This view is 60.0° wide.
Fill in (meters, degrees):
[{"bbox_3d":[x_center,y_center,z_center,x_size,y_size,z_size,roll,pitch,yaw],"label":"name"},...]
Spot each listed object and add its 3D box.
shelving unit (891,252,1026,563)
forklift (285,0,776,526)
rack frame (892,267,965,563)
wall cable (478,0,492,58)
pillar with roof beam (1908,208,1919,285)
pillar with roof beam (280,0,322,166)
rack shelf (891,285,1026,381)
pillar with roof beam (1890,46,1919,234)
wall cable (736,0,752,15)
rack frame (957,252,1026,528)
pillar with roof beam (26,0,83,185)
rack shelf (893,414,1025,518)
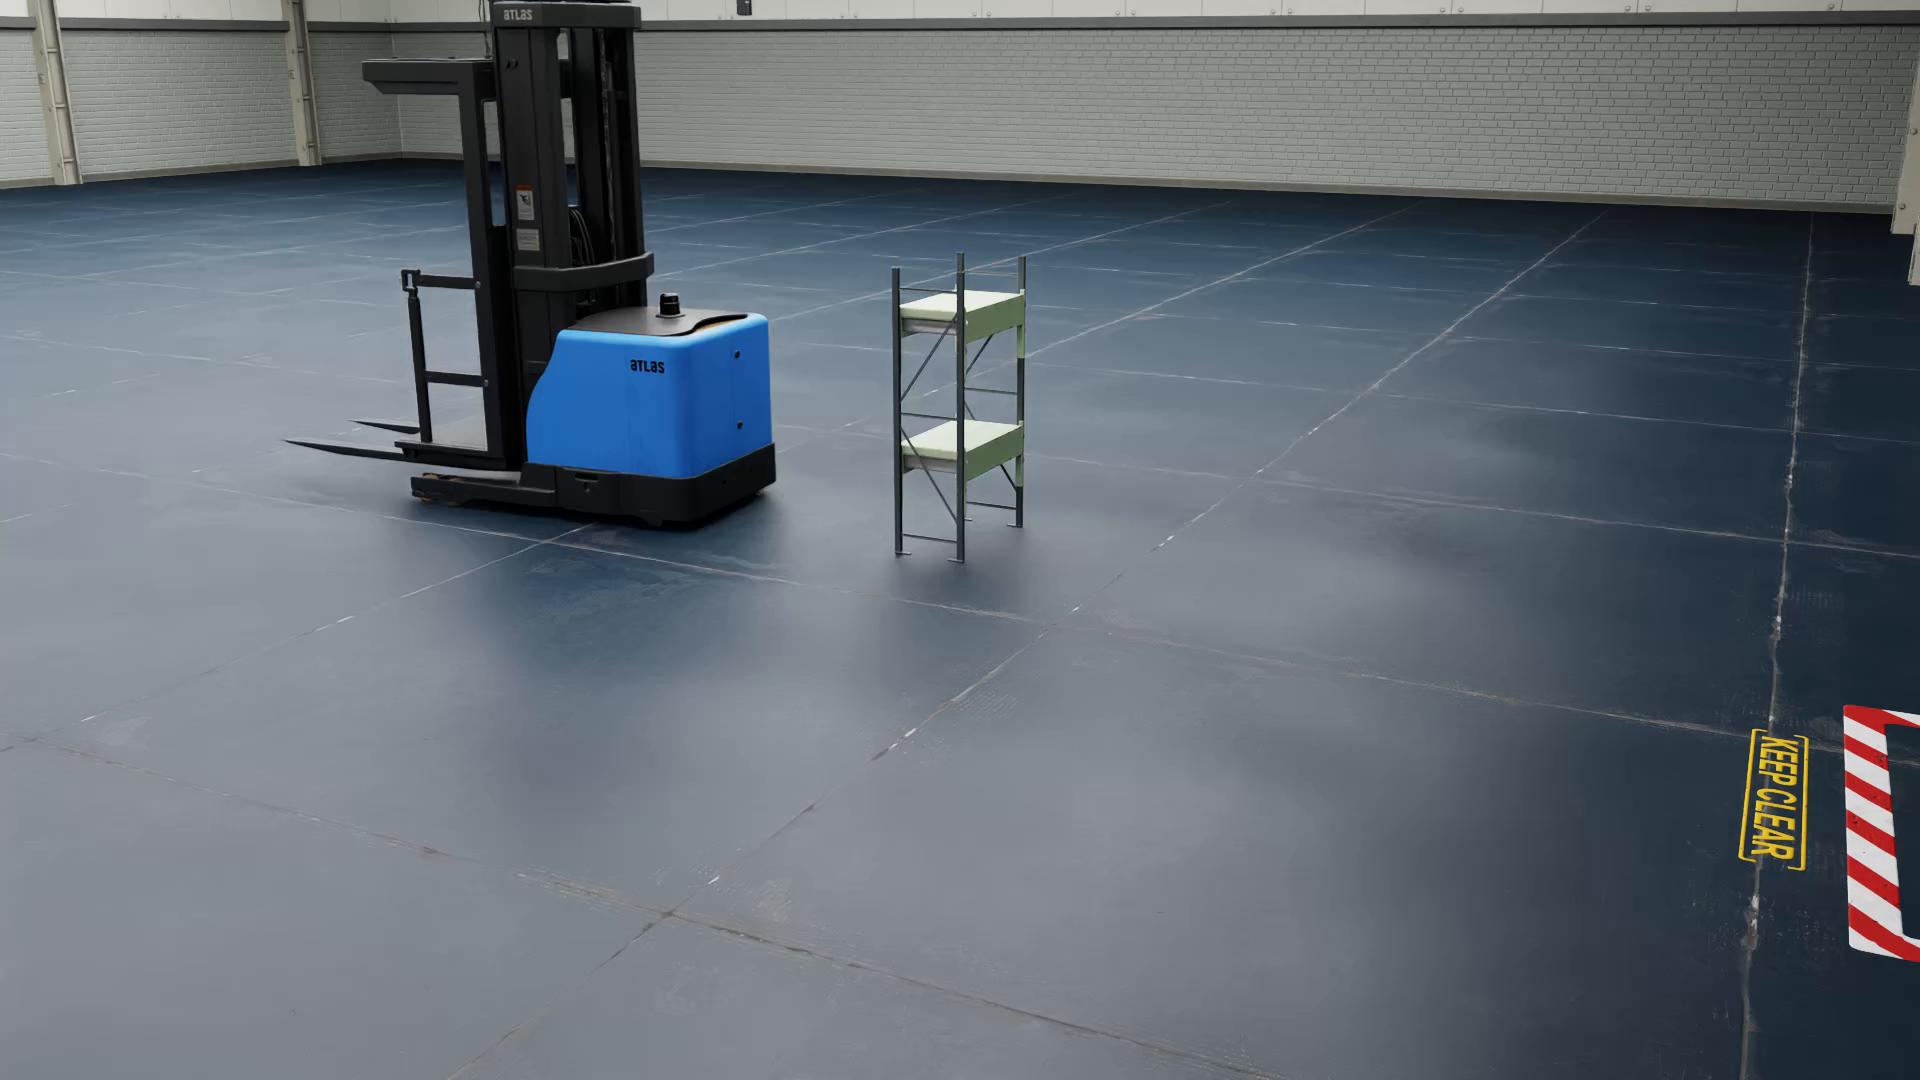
[{"bbox_3d":[0.003,-0.721,8.817,0.431,1.500,0.755,8,18,25],"label":"shelving unit"},{"bbox_3d":[-2.669,-1.732,9.708,3.031,2.935,1.130,7,18,22],"label":"forklift"},{"bbox_3d":[-0.161,-0.627,8.503,0.400,1.500,0.023,8,18,25],"label":"rack frame"},{"bbox_3d":[-12.115,-11.839,38.532,3.097,2.526,0.112,8,18,25],"label":"wall cable"},{"bbox_3d":[7.033,-7.757,19.336,9.100,9.000,0.400,8,18,25],"label":"pillar with roof beam"},{"bbox_3d":[-10.763,-12.197,34.286,9.100,9.000,0.400,8,18,25],"label":"pillar with roof beam"},{"bbox_3d":[0.003,-1.095,8.705,0.431,0.370,0.720,8,18,25],"label":"rack shelf"},{"bbox_3d":[9.714,-9.285,24.481,9.100,9.000,0.400,8,18,25],"label":"pillar with roof beam"},{"bbox_3d":[-3.629,-13.746,33.526,2.305,6.003,0.169,8,18,25],"label":"wall cable"},{"bbox_3d":[0.167,-0.814,9.130,0.400,1.500,0.023,8,18,25],"label":"rack frame"},{"bbox_3d":[-13.444,-10.669,29.140,9.100,9.000,0.400,8,18,25],"label":"pillar with roof beam"},{"bbox_3d":[0.003,-0.408,8.909,0.431,0.370,0.720,8,18,25],"label":"rack shelf"}]
